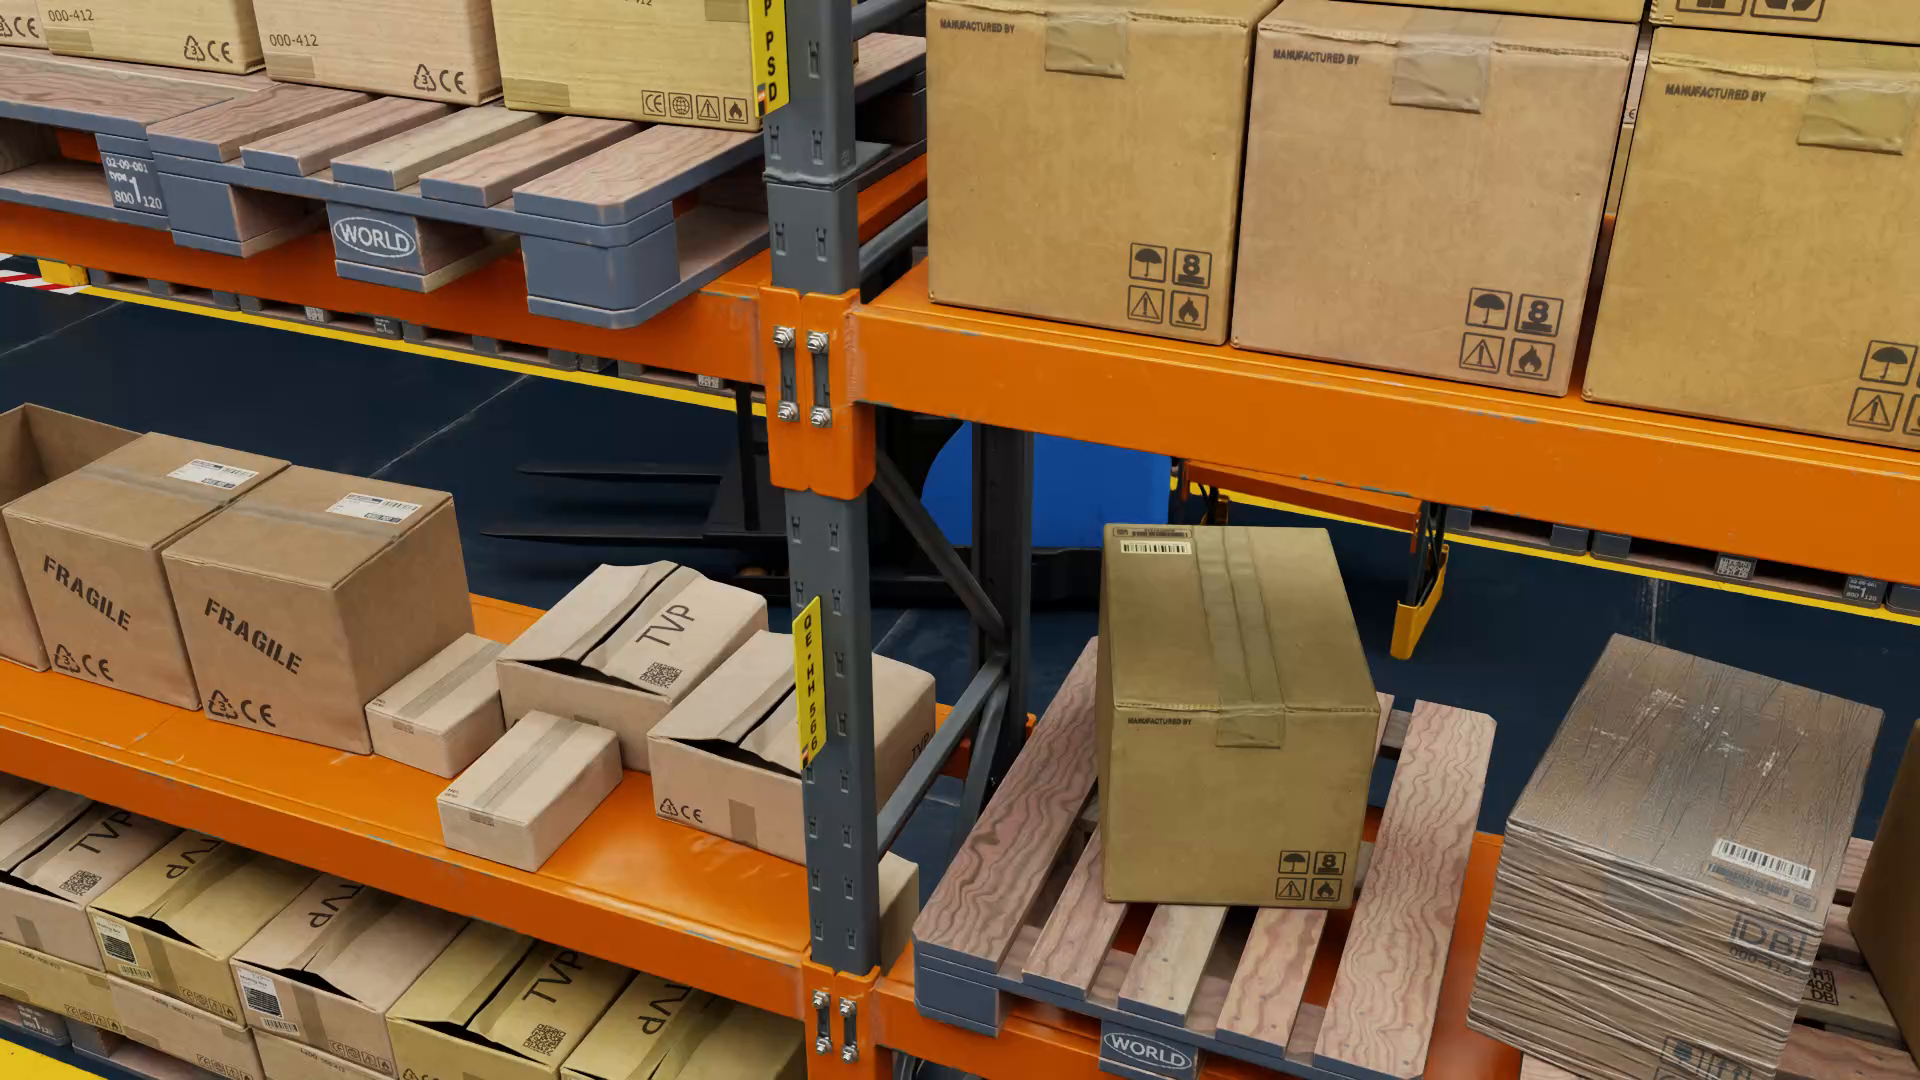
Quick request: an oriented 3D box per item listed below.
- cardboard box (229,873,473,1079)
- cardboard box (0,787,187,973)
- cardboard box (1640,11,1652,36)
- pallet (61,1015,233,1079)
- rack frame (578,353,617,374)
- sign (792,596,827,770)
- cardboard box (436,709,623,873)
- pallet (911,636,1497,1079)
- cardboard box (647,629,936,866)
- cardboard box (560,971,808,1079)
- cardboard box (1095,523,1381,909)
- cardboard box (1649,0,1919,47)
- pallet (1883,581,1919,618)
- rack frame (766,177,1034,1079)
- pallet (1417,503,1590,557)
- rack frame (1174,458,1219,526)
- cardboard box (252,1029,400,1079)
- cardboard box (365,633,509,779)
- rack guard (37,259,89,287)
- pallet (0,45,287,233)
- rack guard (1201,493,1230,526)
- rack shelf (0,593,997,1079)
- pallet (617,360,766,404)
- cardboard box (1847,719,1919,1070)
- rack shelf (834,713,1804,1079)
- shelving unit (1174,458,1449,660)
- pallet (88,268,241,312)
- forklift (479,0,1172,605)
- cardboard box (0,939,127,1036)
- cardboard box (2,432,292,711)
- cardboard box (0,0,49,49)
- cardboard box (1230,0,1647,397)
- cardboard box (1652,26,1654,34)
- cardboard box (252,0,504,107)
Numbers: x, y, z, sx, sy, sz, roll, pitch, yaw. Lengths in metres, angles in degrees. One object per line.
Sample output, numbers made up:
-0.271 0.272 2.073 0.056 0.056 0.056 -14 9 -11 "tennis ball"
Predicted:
-1.598 1.113 4.529 0.500 0.311 0.500 11 31 19 "cardboard box"
-2.545 0.926 4.861 0.500 0.311 0.500 10 31 17 "cardboard box"
2.786 -2.189 7.388 0.500 0.250 0.500 10 31 17 "cardboard box"
-1.945 1.333 5.177 1.213 0.211 1.003 11 31 19 "pallet"
-1.917 -2.484 9.096 0.127 3.000 1.000 11 31 19 "rack frame"
-0.275 0.265 3.055 0.005 0.325 0.100 11 31 19 "sign"
-1.007 0.585 3.922 0.250 0.149 0.380 11 31 19 "cardboard box"
0.585 0.693 3.671 1.003 0.211 1.213 11 31 19 "pallet"
-0.390 0.467 3.965 0.500 0.311 0.500 13 32 22 "cardboard box"
-0.648 1.301 4.197 0.500 0.311 0.500 12 32 20 "cardboard box"
0.556 0.355 3.546 0.500 0.500 0.700 1 30 2 "cardboard box"
1.277 -0.997 2.299 0.500 0.500 0.500 11 31 19 "cardboard box"
4.752 0.102 7.355 1.213 0.211 1.003 11 31 19 "pallet"
-0.070 0.516 3.789 0.127 3.000 1.000 11 31 19 "rack frame"
2.491 -0.349 8.154 1.213 0.211 1.003 11 31 19 "pallet"
1.050 -0.523 7.151 0.032 1.500 0.500 14 32 24 "rack frame"
-1.593 1.356 4.671 0.500 0.250 0.500 12 32 20 "cardboard box"
-1.273 0.415 4.223 0.250 0.149 0.380 14 32 23 "cardboard box"
-5.553 -2.121 10.995 0.348 0.500 1.175 11 31 19 "rack guard"
-1.770 -0.998 3.611 1.213 0.211 1.003 13 32 21 "pallet"
1.067 0.026 7.450 0.087 0.250 0.587 14 32 24 "rack guard"
-1.923 0.459 4.621 4.000 0.370 1.077 11 31 19 "rack shelf"
-1.195 -1.126 9.528 1.213 0.211 1.003 11 31 19 "pallet"
1.976 0.731 2.880 0.500 0.500 0.700 4 30 6 "cardboard box"
1.783 1.199 3.312 4.000 0.370 1.077 11 31 19 "rack shelf"
1.510 -0.406 6.943 1.083 1.500 0.587 14 32 24 "shelving unit"
-4.814 -1.829 10.772 1.213 0.211 1.003 11 31 19 "pallet"
-0.601 -1.246 6.976 3.031 2.935 1.130 1 29 2 "forklift"
-2.542 1.167 5.004 0.500 0.250 0.500 10 31 18 "cardboard box"
-2.119 0.072 4.473 0.500 0.500 0.500 11 31 19 "cardboard box"
-2.028 -1.266 3.619 0.500 0.250 0.500 9 31 15 "cardboard box"
0.820 -0.674 2.744 0.500 0.500 0.910 11 31 19 "cardboard box"
3.260 -2.092 7.217 0.500 0.250 0.500 10 31 18 "cardboard box"
-1.004 -1.055 3.245 0.500 0.250 0.500 12 32 20 "cardboard box"
